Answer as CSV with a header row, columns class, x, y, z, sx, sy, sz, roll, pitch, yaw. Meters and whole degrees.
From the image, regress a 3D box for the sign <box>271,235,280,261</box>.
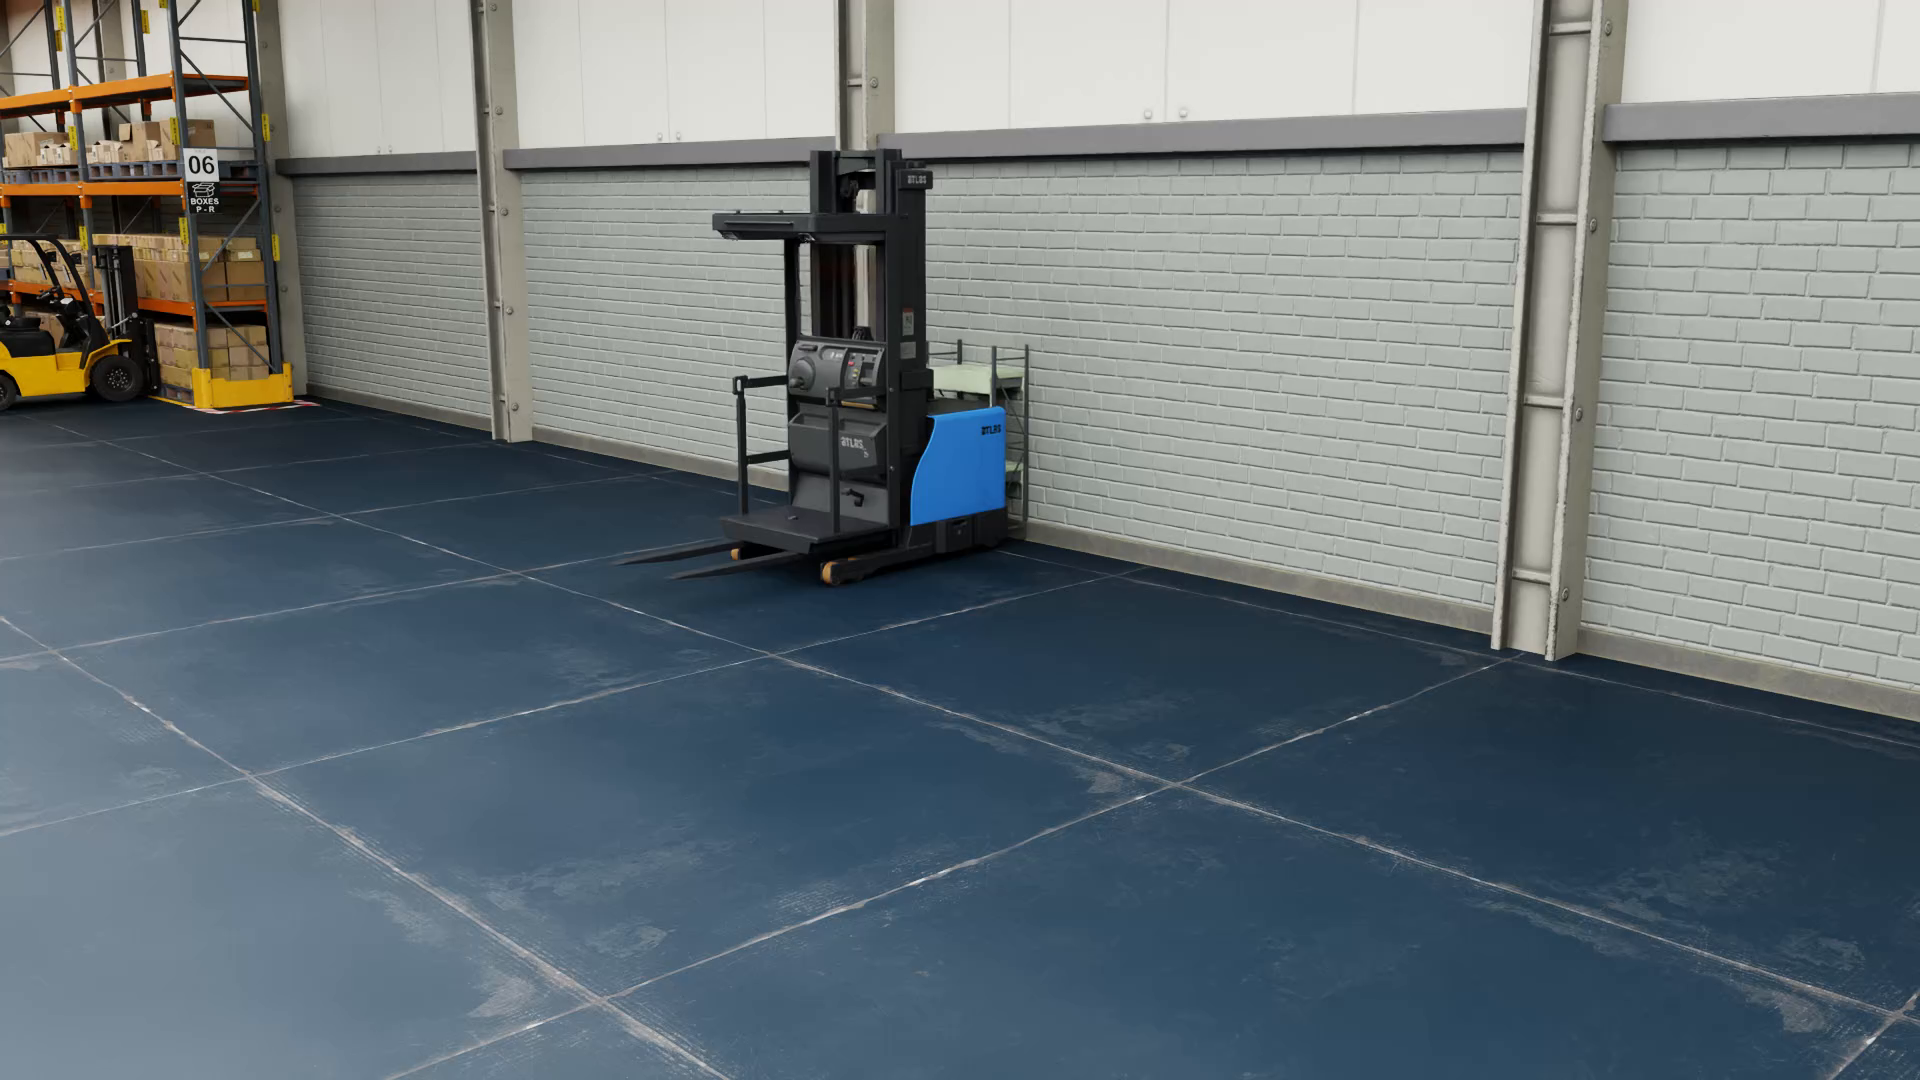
class,x,y,z,sx,sy,sz,roll,pitch,yaw
sign,-8.817,-3.764,21.404,0.100,0.325,0.005,-11,16,-43

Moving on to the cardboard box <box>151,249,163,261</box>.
class,x,y,z,sx,sy,sz,roll,pitch,yaw
cardboard box,-10.379,-3.752,21.835,0.250,0.149,0.380,11,16,43

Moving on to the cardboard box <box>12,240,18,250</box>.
class,x,y,z,sx,sy,sz,roll,pitch,yaw
cardboard box,-14.740,-4.671,26.294,0.380,0.149,0.250,-10,15,-41

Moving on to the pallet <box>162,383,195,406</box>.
class,x,y,z,sx,sy,sz,roll,pitch,yaw
pallet,-9.781,-1.964,21.923,1.003,0.211,1.213,-11,16,-43

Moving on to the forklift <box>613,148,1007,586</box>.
class,x,y,z,sx,sy,sz,roll,pitch,yaw
forklift,-1.026,-1.239,11.661,1.130,2.935,3.031,11,16,43

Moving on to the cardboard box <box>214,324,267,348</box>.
class,x,y,z,sx,sy,sz,roll,pitch,yaw
cardboard box,-9.417,-2.669,21.730,0.500,0.250,0.500,-11,16,-43

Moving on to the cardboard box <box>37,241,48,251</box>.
class,x,y,z,sx,sy,sz,roll,pitch,yaw
cardboard box,-13.841,-4.484,25.387,0.380,0.149,0.250,-10,16,-41

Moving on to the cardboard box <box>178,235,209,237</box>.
class,x,y,z,sx,sy,sz,roll,pitch,yaw
cardboard box,-10.347,-4.045,22.520,0.380,0.149,0.250,-11,16,-42

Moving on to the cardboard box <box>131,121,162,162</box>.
class,x,y,z,sx,sy,sz,roll,pitch,yaw
cardboard box,-10.339,-5.191,21.704,0.700,0.500,0.500,-11,16,-42

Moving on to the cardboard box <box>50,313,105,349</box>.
class,x,y,z,sx,sy,sz,roll,pitch,yaw
cardboard box,-13.404,-3.149,25.607,0.625,0.625,0.875,11,16,43

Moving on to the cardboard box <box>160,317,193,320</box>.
class,x,y,z,sx,sy,sz,roll,pitch,yaw
cardboard box,-10.805,-2.964,23.162,0.500,0.250,0.500,-11,16,-42

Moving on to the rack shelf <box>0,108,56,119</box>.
class,x,y,z,sx,sy,sz,roll,pitch,yaw
rack shelf,-16.128,-7.074,27.719,1.077,0.370,4.000,-11,16,-43

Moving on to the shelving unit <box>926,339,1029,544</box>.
class,x,y,z,sx,sy,sz,roll,pitch,yaw
shelving unit,0.121,-0.777,12.889,0.431,1.500,0.755,-10,14,-44

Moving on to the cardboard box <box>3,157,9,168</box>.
class,x,y,z,sx,sy,sz,roll,pitch,yaw
cardboard box,-14.726,-5.908,26.011,0.380,0.166,0.250,-11,16,-43

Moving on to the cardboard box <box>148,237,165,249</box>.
class,x,y,z,sx,sy,sz,roll,pitch,yaw
cardboard box,-10.394,-3.895,21.790,0.380,0.149,0.250,-10,16,-41

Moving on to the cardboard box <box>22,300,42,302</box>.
class,x,y,z,sx,sy,sz,roll,pitch,yaw
cardboard box,-15.969,-4.037,28.619,0.250,0.149,0.380,11,16,43

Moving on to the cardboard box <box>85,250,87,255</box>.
class,x,y,z,sx,sy,sz,roll,pitch,yaw
cardboard box,-12.381,-4.194,23.978,0.380,0.149,0.250,-10,15,-41

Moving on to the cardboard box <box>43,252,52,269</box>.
class,x,y,z,sx,sy,sz,roll,pitch,yaw
cardboard box,-13.553,-4.241,25.197,0.500,0.250,0.500,-11,16,-42

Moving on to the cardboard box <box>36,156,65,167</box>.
class,x,y,z,sx,sy,sz,roll,pitch,yaw
cardboard box,-13.496,-5.640,24.751,0.380,0.149,0.250,-11,16,-43

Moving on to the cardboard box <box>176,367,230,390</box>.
class,x,y,z,sx,sy,sz,roll,pitch,yaw
cardboard box,-9.775,-2.108,21.482,0.500,0.250,0.500,-11,16,-42

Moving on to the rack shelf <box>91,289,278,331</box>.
class,x,y,z,sx,sy,sz,roll,pitch,yaw
rack shelf,-10.604,-3.164,22.617,1.077,0.370,4.000,-11,16,-43

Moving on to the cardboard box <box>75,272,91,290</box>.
class,x,y,z,sx,sy,sz,roll,pitch,yaw
cardboard box,-12.522,-3.772,24.156,0.500,0.250,0.500,-10,16,-41

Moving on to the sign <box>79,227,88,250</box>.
class,x,y,z,sx,sy,sz,roll,pitch,yaw
sign,-12.370,-4.259,23.479,0.100,0.325,0.005,-11,16,-43

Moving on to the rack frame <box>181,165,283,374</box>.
class,x,y,z,sx,sy,sz,roll,pitch,yaw
rack frame,-9.222,-3.224,21.128,1.000,3.000,0.127,-11,16,-43

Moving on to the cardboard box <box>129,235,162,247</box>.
class,x,y,z,sx,sy,sz,roll,pitch,yaw
cardboard box,-11.032,-4.056,22.570,0.380,0.149,0.250,-11,16,-43

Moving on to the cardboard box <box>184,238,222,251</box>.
class,x,y,z,sx,sy,sz,roll,pitch,yaw
cardboard box,-9.622,-3.760,21.133,0.380,0.149,0.250,-11,16,-42

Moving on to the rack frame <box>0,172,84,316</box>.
class,x,y,z,sx,sy,sz,roll,pitch,yaw
rack frame,-14.747,-4.392,26.795,1.000,3.000,0.127,-11,16,-43

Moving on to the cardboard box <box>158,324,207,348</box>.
class,x,y,z,sx,sy,sz,roll,pitch,yaw
cardboard box,-10.123,-2.670,21.735,0.500,0.250,0.500,-11,16,-42

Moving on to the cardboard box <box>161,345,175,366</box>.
class,x,y,z,sx,sy,sz,roll,pitch,yaw
cardboard box,-10.123,-2.430,21.808,0.500,0.250,0.500,-11,16,-43

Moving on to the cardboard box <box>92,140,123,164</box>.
class,x,y,z,sx,sy,sz,roll,pitch,yaw
cardboard box,-11.587,-5.333,22.861,0.500,0.311,0.500,-10,16,-41

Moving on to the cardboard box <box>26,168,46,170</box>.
class,x,y,z,sx,sy,sz,roll,pitch,yaw
cardboard box,-14.987,-6.108,27.076,0.380,0.149,0.250,-11,16,-43

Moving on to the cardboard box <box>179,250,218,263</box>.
class,x,y,z,sx,sy,sz,roll,pitch,yaw
cardboard box,-9.664,-3.603,21.108,0.380,0.149,0.250,-11,16,-42

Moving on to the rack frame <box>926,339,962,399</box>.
class,x,y,z,sx,sy,sz,roll,pitch,yaw
rack frame,-0.136,-0.826,13.145,0.400,1.500,0.023,-10,14,-44

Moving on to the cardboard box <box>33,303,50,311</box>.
class,x,y,z,sx,sy,sz,roll,pitch,yaw
cardboard box,-15.276,-3.878,27.848,0.380,0.149,0.250,-11,16,-42

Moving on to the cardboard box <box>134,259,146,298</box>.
class,x,y,z,sx,sy,sz,roll,pitch,yaw
cardboard box,-10.813,-3.532,22.374,0.500,0.500,0.500,-11,16,-42

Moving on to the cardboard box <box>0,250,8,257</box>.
class,x,y,z,sx,sy,sz,roll,pitch,yaw
cardboard box,-15.710,-4.633,27.296,0.500,0.250,0.500,11,16,42

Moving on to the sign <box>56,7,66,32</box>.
class,x,y,z,sx,sy,sz,roll,pitch,yaw
sign,-12.369,-7.165,22.878,0.100,0.325,0.005,-11,16,-43

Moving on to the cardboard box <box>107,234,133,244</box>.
class,x,y,z,sx,sy,sz,roll,pitch,yaw
cardboard box,-11.720,-4.209,23.317,0.380,0.149,0.250,-11,16,-42

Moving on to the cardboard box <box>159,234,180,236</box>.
class,x,y,z,sx,sy,sz,roll,pitch,yaw
cardboard box,-10.992,-4.209,23.315,0.380,0.149,0.250,-11,16,-44

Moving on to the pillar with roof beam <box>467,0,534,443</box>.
class,x,y,z,sx,sy,sz,roll,pitch,yaw
pillar with roof beam,-8.021,-4.914,14.463,9.100,9.000,0.400,-11,16,-43

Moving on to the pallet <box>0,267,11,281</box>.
class,x,y,z,sx,sy,sz,roll,pitch,yaw
pallet,-15.266,-4.387,27.247,1.213,0.211,1.003,-11,16,-43

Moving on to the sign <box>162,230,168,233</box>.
class,x,y,z,sx,sy,sz,roll,pitch,yaw
sign,-11.584,-4.348,24.242,0.100,0.325,0.005,-11,16,-43

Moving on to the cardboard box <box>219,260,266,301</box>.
class,x,y,z,sx,sy,sz,roll,pitch,yaw
cardboard box,-9.364,-3.384,21.656,0.500,0.500,0.500,-10,15,-41

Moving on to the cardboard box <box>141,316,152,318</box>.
class,x,y,z,sx,sy,sz,roll,pitch,yaw
cardboard box,-11.532,-2.966,23.172,0.500,0.250,0.500,-11,16,-42

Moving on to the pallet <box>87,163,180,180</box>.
class,x,y,z,sx,sy,sz,roll,pitch,yaw
pallet,-11.377,-5.113,23.081,1.003,0.211,1.213,-11,16,-43

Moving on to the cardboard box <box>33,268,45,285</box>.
class,x,y,z,sx,sy,sz,roll,pitch,yaw
cardboard box,-13.913,-4.071,25.611,0.500,0.250,0.500,11,16,43

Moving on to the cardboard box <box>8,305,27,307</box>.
class,x,y,z,sx,sy,sz,roll,pitch,yaw
cardboard box,-15.482,-3.763,27.290,0.250,0.149,0.380,11,16,42

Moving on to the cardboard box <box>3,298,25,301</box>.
class,x,y,z,sx,sy,sz,roll,pitch,yaw
cardboard box,-16.687,-4.189,29.358,0.380,0.149,0.250,-11,16,-42
